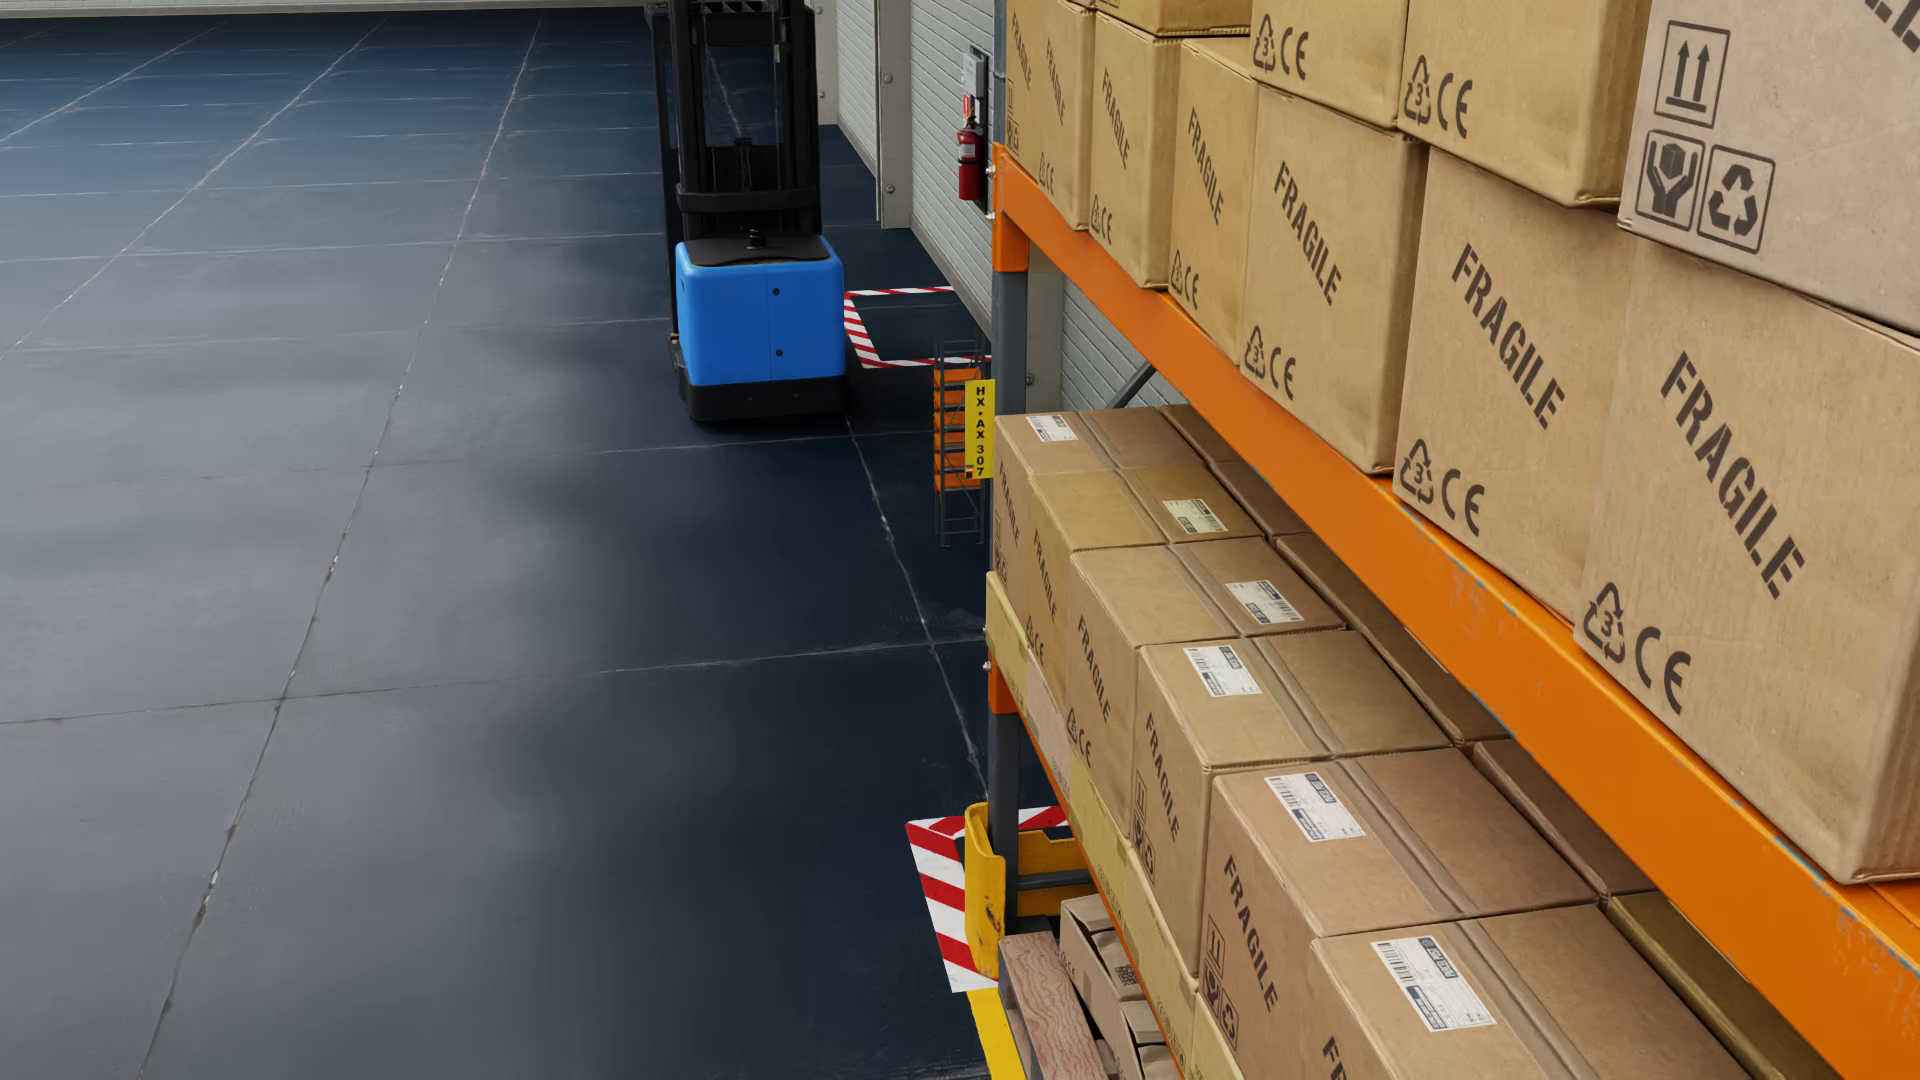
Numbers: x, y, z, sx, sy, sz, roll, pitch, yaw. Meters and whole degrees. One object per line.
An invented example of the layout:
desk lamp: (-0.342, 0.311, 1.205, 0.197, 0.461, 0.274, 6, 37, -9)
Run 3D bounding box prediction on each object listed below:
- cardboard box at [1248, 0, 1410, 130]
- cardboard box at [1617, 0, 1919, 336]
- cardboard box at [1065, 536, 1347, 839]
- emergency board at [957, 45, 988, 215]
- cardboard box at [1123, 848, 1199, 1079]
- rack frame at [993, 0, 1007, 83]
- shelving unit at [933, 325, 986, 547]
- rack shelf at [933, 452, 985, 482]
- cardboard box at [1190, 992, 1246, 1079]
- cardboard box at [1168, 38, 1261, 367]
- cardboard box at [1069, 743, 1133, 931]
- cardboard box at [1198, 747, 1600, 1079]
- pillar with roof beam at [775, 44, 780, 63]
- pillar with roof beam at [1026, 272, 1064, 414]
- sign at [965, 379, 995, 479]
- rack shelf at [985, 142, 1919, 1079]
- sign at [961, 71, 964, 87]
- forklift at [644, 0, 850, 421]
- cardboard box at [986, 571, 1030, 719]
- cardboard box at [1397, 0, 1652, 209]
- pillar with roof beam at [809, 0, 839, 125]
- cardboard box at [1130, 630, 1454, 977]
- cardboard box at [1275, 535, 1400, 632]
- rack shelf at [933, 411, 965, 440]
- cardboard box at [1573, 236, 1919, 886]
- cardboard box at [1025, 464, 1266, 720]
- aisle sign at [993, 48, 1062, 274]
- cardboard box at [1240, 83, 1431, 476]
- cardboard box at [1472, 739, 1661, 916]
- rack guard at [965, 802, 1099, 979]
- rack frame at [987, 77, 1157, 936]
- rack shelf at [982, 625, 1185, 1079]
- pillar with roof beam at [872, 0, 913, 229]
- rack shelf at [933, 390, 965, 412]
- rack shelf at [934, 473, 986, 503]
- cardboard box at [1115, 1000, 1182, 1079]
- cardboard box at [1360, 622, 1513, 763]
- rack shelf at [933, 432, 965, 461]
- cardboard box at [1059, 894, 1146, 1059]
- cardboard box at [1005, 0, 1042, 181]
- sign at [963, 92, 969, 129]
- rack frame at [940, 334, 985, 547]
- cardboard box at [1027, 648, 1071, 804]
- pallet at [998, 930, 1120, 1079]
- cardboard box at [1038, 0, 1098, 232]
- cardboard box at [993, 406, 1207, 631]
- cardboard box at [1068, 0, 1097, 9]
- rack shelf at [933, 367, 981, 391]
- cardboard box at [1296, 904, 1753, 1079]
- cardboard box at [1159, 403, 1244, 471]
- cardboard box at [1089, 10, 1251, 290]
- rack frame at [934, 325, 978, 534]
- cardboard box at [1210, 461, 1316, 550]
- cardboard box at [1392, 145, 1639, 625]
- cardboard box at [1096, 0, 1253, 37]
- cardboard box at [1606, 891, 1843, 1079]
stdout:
cardboard box: (0.761, -0.900, 2.415, 0.500, 0.500, 0.500, -5, 24, -12)
cardboard box: (0.980, -0.480, 1.455, 0.500, 0.500, 0.500, -6, 24, -14)
cardboard box: (0.563, 0.336, 3.959, 0.500, 0.500, 0.500, -5, 24, -11)
emergency board: (0.050, -3.112, 12.629, 0.194, 1.169, 0.643, -4, 24, -10)
cardboard box: (0.667, 0.889, 3.629, 0.500, 0.250, 0.500, -4, 24, -9)
rack frame: (0.599, -2.738, 4.276, 1.000, 3.000, 0.127, -4, 24, -10)
shelving unit: (-0.003, -0.556, 9.023, 0.258, 1.200, 0.189, -4, 24, -10)
rack shelf: (-0.003, -0.405, 9.089, 0.258, 0.103, 0.180, -4, 24, -10)
cardboard box: (0.761, 1.087, 3.176, 0.500, 0.250, 0.500, -4, 24, -10)
cardboard box: (0.699, -0.641, 3.073, 0.500, 0.500, 0.500, -3, 24, -6)
cardboard box: (0.576, 0.690, 4.084, 0.500, 0.250, 0.500, -5, 24, -11)
cardboard box: (0.767, 0.743, 3.027, 0.500, 0.500, 0.500, -5, 24, -11)
pillar with roof beam: (-7.090, -11.648, 24.677, 9.100, 9.000, 0.400, -4, 24, -10)
pillar with roof beam: (-3.762, -4.568, 8.466, 9.100, 9.000, 0.400, -4, 24, -10)
sign: (0.066, -0.345, 5.211, 0.100, 0.325, 0.005, -4, 24, -10)
rack shelf: (0.969, -0.247, 3.219, 1.077, 0.370, 4.000, -4, 24, -10)
sign: (0.041, -3.594, 13.025, 0.001, 0.109, 0.331, -4, 24, -10)
forklift: (-1.573, -2.680, 11.724, 1.130, 2.935, 3.031, -5, 24, -12)
cardboard box: (0.377, 0.286, 5.009, 0.500, 0.250, 0.500, -5, 24, -11)
cardboard box: (0.867, -0.696, 1.950, 0.500, 0.500, 0.500, -3, 24, -7)
pillar with roof beam: (-5.980, -9.288, 19.274, 9.100, 9.000, 0.400, -4, 24, -10)
cardboard box: (0.670, 0.538, 3.496, 0.500, 0.500, 0.500, -4, 24, -8)
cardboard box: (1.078, 0.299, 4.044, 0.500, 0.500, 0.500, -5, 24, -11)
rack shelf: (-0.003, -0.625, 8.993, 0.258, 0.103, 0.180, -4, 24, -10)
cardboard box: (1.002, -0.026, 1.665, 0.500, 0.500, 0.500, -4, 24, -8)
cardboard box: (0.474, 0.132, 4.425, 0.500, 0.500, 0.500, -4, 24, -10)
aisle sign: (0.291, -1.186, 4.970, 0.394, 0.787, 0.004, -4, 24, -10)
cardboard box: (0.782, -0.440, 2.613, 0.500, 0.500, 0.500, -5, 24, -12)
cardboard box: (1.279, 0.700, 3.125, 0.500, 0.500, 0.500, -4, 24, -8)
rack guard: (0.613, 1.187, 5.909, 1.175, 0.500, 0.348, -4, 24, -10)
rack frame: (0.599, 0.011, 5.477, 1.000, 3.000, 0.127, -4, 24, -10)
rack shelf: (0.969, 1.128, 3.819, 1.077, 0.370, 4.000, -4, 24, -10)
pillar with roof beam: (-4.871, -6.928, 13.870, 9.100, 9.000, 0.400, -4, 24, -10)
rack shelf: (-0.003, -0.735, 8.945, 0.258, 0.103, 0.180, -4, 24, -10)
rack shelf: (-0.003, -0.295, 9.137, 0.258, 0.103, 0.180, -4, 24, -10)
cardboard box: (0.744, 1.545, 4.775, 0.500, 0.311, 0.500, -2, 24, -5)
cardboard box: (1.172, 0.497, 3.591, 0.500, 0.500, 0.500, -4, 24, -9)
rack shelf: (-0.003, -0.515, 9.041, 0.258, 0.103, 0.180, -4, 24, -10)
cardboard box: (0.639, 1.321, 5.288, 0.500, 0.311, 0.500, -7, 25, -16)
cardboard box: (0.415, -1.268, 4.509, 0.500, 0.500, 0.500, -4, 24, -8)
sign: (0.049, -3.354, 13.137, 0.001, 0.329, 0.234, -4, 24, -10)
rack frame: (0.014, -0.520, 8.940, 0.240, 1.200, 0.006, -4, 24, -10)
cardboard box: (0.487, 0.489, 4.544, 0.500, 0.250, 0.500, -5, 24, -11)
pallet: (0.729, 1.641, 5.229, 1.003, 0.211, 1.213, -4, 24, -10)
cardboard box: (0.480, -1.055, 4.019, 0.500, 0.500, 0.500, -3, 24, -6)
cardboard box: (0.392, -0.063, 4.872, 0.500, 0.500, 0.500, -4, 24, -10)
cardboard box: (0.475, -1.506, 3.804, 0.500, 0.500, 0.500, -5, 24, -10)
rack shelf: (-0.003, -0.845, 8.897, 0.258, 0.103, 0.180, -4, 24, -10)
cardboard box: (0.850, 0.941, 2.572, 0.500, 0.500, 0.500, -4, 24, -10)
cardboard box: (0.895, -0.103, 4.964, 0.500, 0.500, 0.500, -5, 24, -10)
cardboard box: (0.580, -0.851, 3.552, 0.500, 0.500, 0.500, -3, 24, -7)
rack frame: (-0.020, -0.592, 9.105, 0.240, 1.200, 0.006, -4, 24, -10)
cardboard box: (0.979, 0.095, 4.509, 0.500, 0.500, 0.500, -4, 24, -9)
cardboard box: (0.922, -0.225, 2.120, 0.500, 0.500, 0.500, -6, 24, -14)
cardboard box: (0.581, -1.305, 3.344, 0.500, 0.500, 0.500, -4, 24, -8)
cardboard box: (1.365, 0.896, 2.675, 0.500, 0.500, 0.500, -4, 24, -10)
